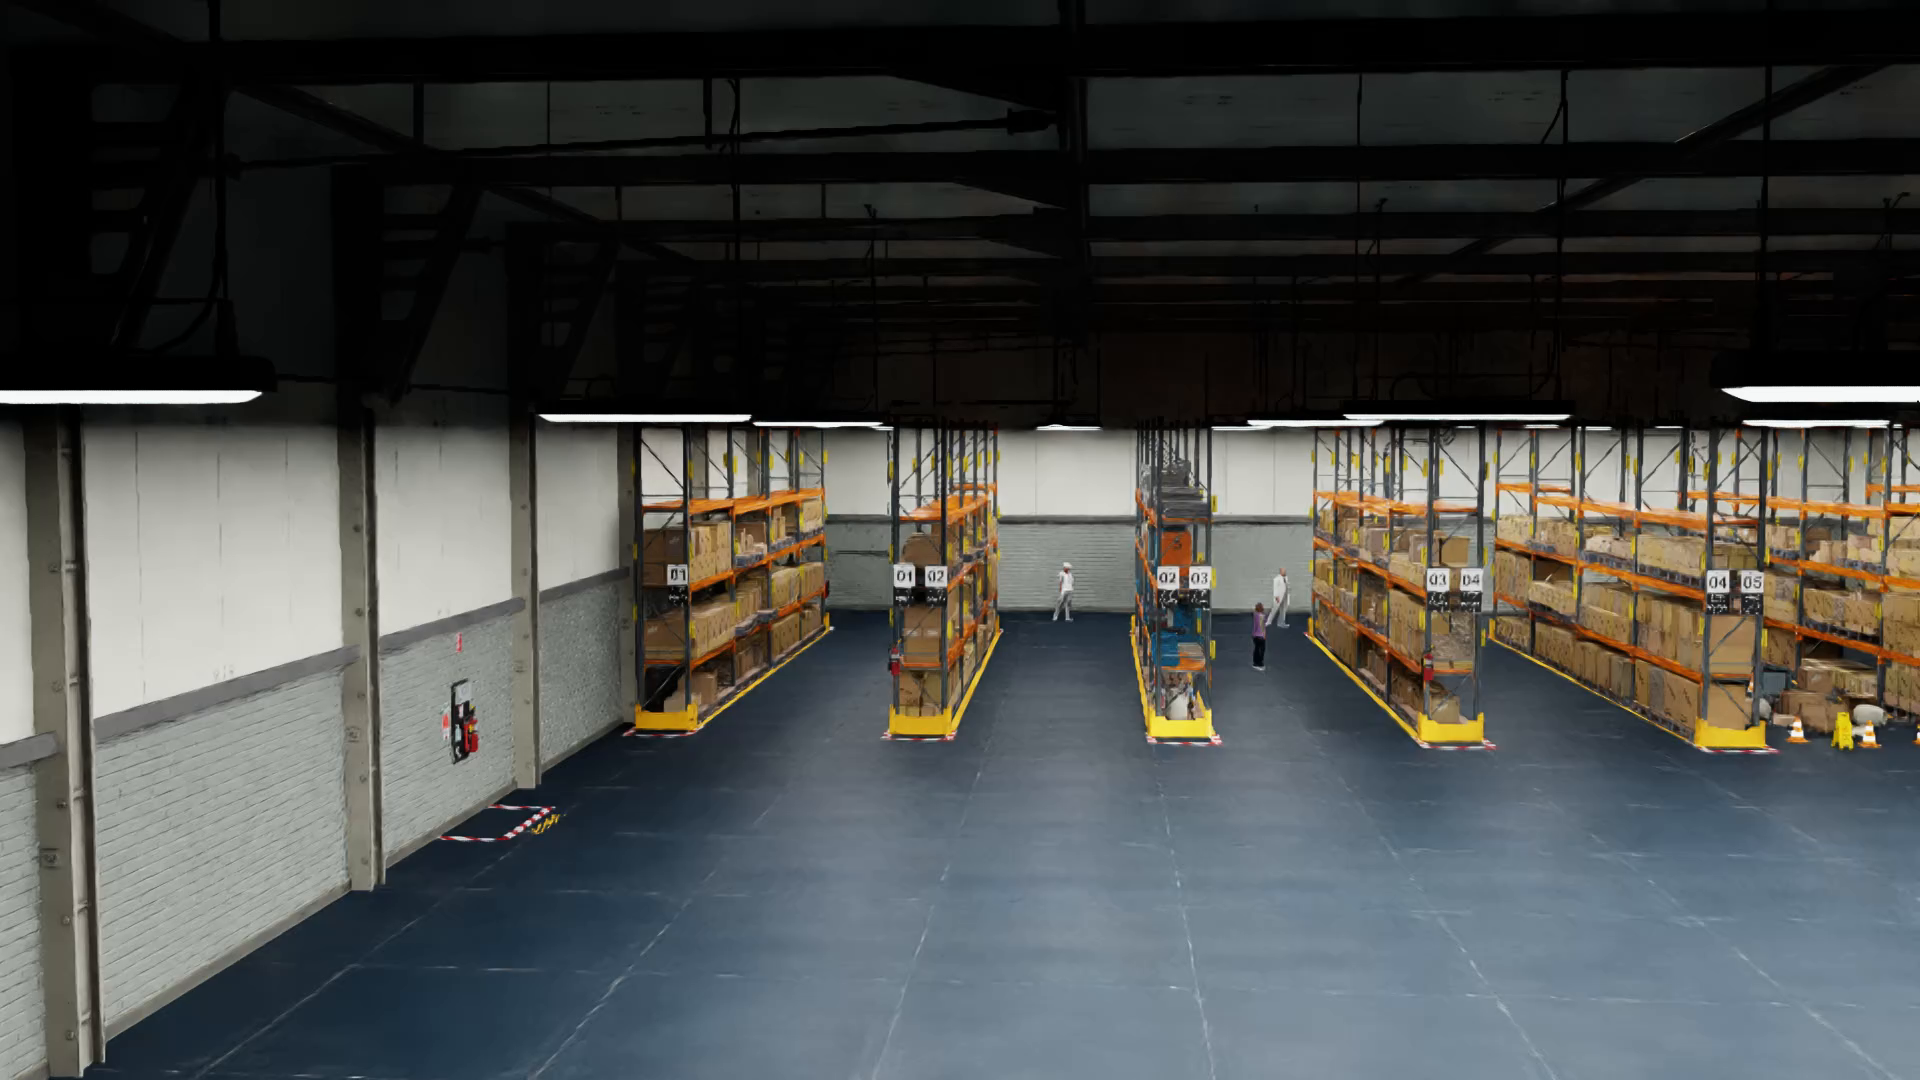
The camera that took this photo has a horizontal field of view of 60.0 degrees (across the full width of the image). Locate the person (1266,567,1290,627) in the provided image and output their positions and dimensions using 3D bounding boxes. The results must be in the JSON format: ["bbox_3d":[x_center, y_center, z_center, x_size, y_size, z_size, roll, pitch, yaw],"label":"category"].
[{"bbox_3d":[9.271,1.669,48.617,0.777,1.770,0.526,-3,5,-37],"label":"person"}]

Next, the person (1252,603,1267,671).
[{"bbox_3d":[7.204,2.332,39.941,0.345,1.642,0.480,-2,4,-24],"label":"person"}]

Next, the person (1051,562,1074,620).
[{"bbox_3d":[3.108,1.555,50.352,0.724,1.776,0.485,-3,5,-42],"label":"person"}]

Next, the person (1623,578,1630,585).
[{"bbox_3d":[18.522,1.800,46.443,0.605,1.750,0.694,-1,4,-17],"label":"person"}]
